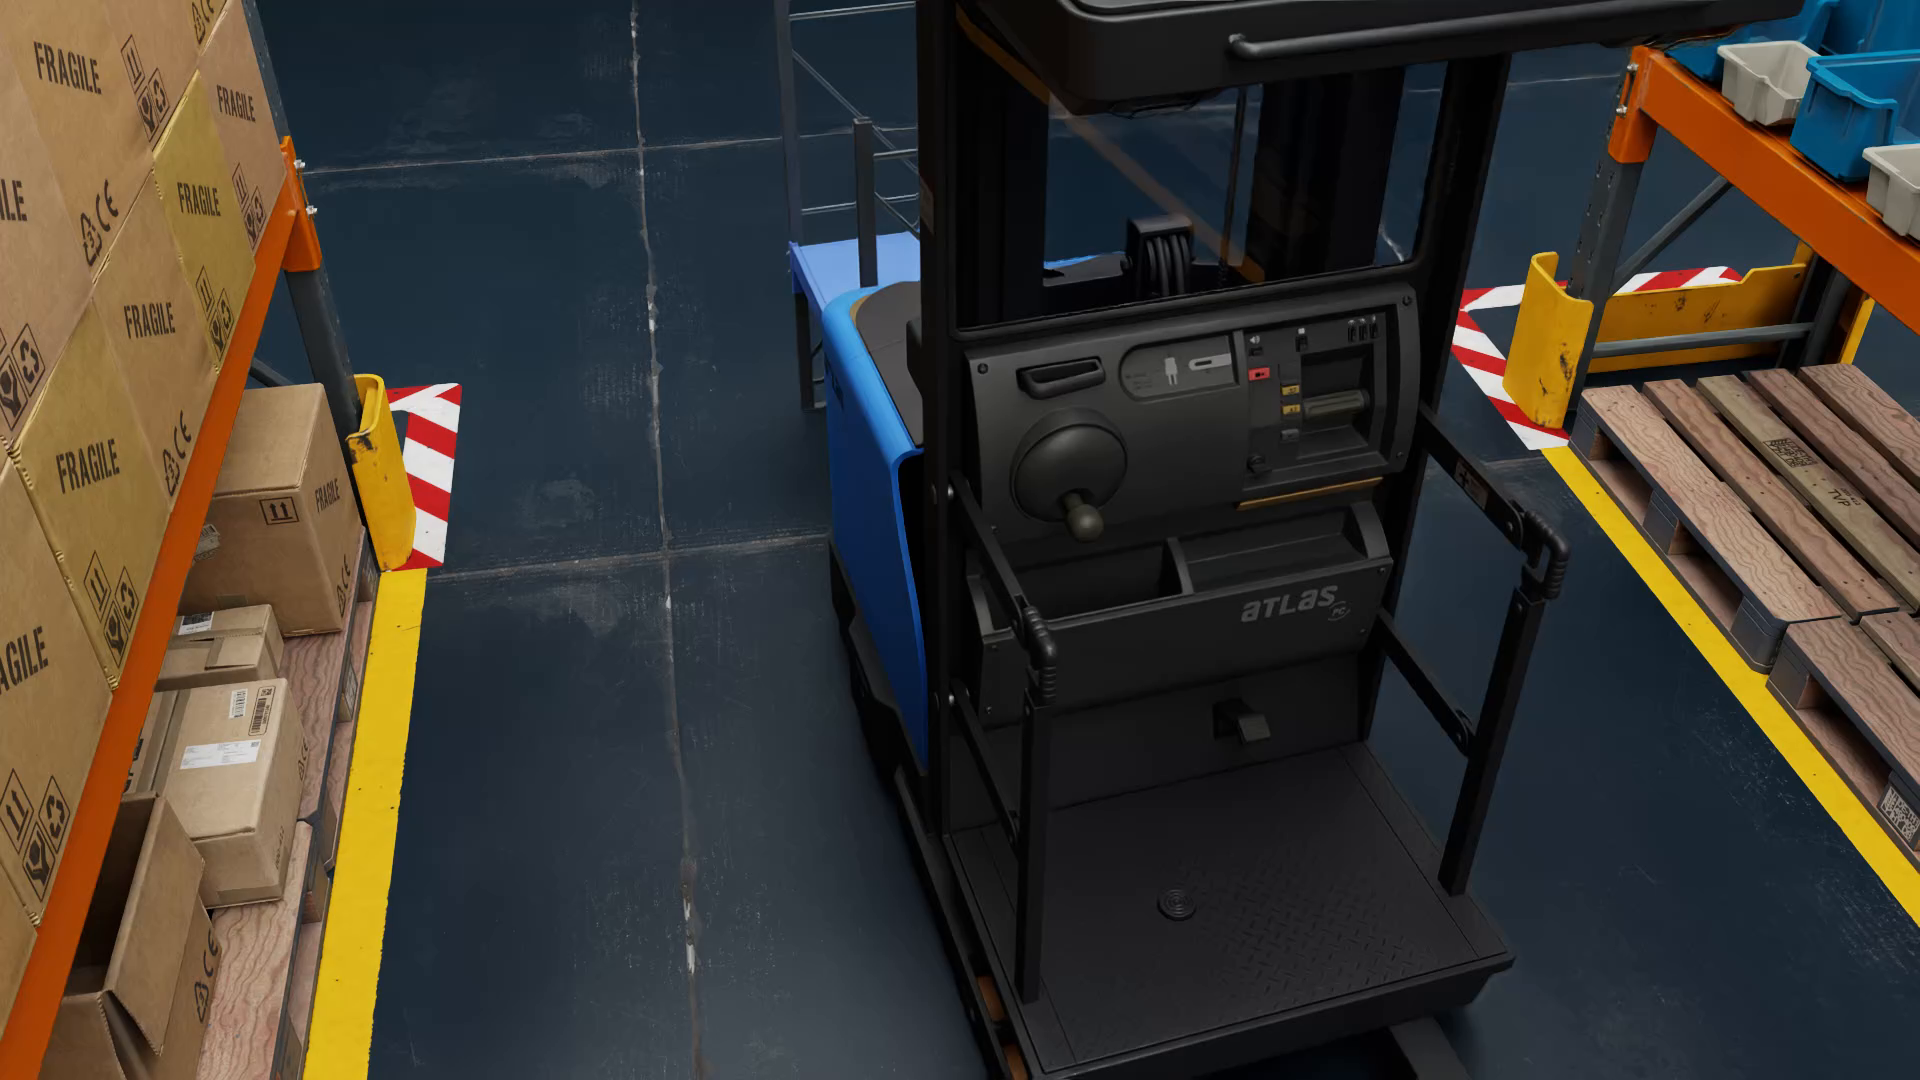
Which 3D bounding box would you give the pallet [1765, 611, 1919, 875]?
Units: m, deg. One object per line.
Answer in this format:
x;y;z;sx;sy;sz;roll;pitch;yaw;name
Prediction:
2.874;0.625;4.274;1.003;0.211;1.213;-6;38;-8;pallet

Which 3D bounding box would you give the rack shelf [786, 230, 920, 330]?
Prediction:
-0.170;-0.654;5.162;0.538;0.185;1.000;-10;39;-13;rack shelf

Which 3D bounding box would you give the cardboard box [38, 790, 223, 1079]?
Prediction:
-1.954;0.910;3.309;0.797;0.503;0.637;-6;38;-8;cardboard box

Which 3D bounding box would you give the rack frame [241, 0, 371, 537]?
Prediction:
-2.321;-1.184;4.328;1.000;3.000;0.127;-6;38;-8;rack frame

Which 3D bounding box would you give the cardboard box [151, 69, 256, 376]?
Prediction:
-1.880;-0.669;3.584;0.500;0.500;0.500;-6;38;-8;cardboard box

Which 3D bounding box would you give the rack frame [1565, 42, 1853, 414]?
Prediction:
2.557;-1.714;5.011;1.000;3.000;0.127;-6;38;-8;rack frame

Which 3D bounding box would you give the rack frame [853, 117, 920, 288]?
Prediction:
-0.024;-0.497;4.668;0.500;1.500;0.032;-10;39;-13;rack frame

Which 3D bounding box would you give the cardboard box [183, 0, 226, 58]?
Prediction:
-1.972;-1.379;3.683;0.500;0.500;0.500;-7;38;-8;cardboard box

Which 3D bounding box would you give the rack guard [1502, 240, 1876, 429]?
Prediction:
2.540;-0.740;5.795;1.175;0.500;0.348;-6;38;-8;rack guard

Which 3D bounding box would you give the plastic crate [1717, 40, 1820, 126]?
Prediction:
2.251;-1.246;4.575;0.250;0.136;0.298;-6;38;-8;plastic crate

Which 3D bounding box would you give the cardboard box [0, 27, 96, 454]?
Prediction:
-1.697;-0.451;2.489;0.500;0.500;0.500;-5;38;-7;cardboard box

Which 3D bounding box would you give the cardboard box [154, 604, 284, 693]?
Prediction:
-2.000;0.318;4.347;0.380;0.166;0.250;-6;38;-8;cardboard box

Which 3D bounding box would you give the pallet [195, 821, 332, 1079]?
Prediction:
-1.956;1.180;3.559;1.003;0.211;1.213;-6;38;-8;pallet

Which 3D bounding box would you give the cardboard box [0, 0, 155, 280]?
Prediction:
-1.787;-0.761;2.888;0.500;0.500;0.500;-5;38;-7;cardboard box

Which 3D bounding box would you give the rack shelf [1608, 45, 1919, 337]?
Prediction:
2.907;-0.222;3.677;1.077;0.370;4.000;-6;38;-8;rack shelf

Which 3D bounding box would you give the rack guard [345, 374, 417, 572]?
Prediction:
-2.307;-0.150;5.036;1.175;0.500;0.348;-6;38;-8;rack guard

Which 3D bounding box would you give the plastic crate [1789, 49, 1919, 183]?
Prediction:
2.391;-1.089;4.295;0.416;0.233;0.300;-6;38;-8;plastic crate

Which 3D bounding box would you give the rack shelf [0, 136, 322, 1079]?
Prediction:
-1.970;0.309;2.994;1.077;0.370;4.000;-6;38;-8;rack shelf

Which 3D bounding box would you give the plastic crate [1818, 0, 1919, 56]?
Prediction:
2.799;-1.570;4.748;0.616;0.435;0.499;-6;38;-8;plastic crate

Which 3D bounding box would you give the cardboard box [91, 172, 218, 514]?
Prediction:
-1.798;-0.367;3.196;0.500;0.500;0.500;-6;38;-8;cardboard box

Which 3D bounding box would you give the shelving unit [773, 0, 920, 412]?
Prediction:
-0.170;-0.796;5.052;0.538;1.500;1.048;-10;39;-13;shelving unit

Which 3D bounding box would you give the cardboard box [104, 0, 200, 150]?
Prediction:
-1.882;-1.074;3.290;0.500;0.500;0.500;-5;38;-7;cardboard box

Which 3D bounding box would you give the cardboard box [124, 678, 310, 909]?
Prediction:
-1.846;0.608;3.906;0.500;0.250;0.500;-6;38;-8;cardboard box

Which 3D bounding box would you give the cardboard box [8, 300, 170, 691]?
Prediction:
-1.709;-0.062;2.804;0.500;0.500;0.500;-7;38;-9;cardboard box

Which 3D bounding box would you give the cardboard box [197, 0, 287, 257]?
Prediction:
-1.974;-0.982;3.987;0.500;0.500;0.500;-5;38;-7;cardboard box

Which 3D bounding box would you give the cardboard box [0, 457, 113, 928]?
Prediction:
-1.619;0.245;2.409;0.500;0.500;0.500;-6;38;-8;cardboard box

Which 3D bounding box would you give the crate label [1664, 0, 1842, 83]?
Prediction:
2.276;-1.487;4.807;0.416;0.233;0.303;-6;38;-8;crate label

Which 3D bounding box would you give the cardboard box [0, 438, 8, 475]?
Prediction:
-1.605;-0.139;2.087;0.500;0.500;0.500;-7;38;-9;cardboard box

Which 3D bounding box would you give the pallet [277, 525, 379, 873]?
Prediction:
-2.166;0.445;4.505;1.003;0.211;1.213;-6;38;-8;pallet

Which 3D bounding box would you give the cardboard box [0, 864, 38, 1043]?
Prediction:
-1.533;0.547;2.020;0.500;0.500;0.500;-6;38;-7;cardboard box

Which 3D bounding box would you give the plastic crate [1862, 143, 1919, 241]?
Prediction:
2.370;-0.837;4.048;0.250;0.136;0.298;-6;38;-8;plastic crate

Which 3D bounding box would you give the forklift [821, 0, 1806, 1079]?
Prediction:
0.534;-0.175;3.087;1.130;2.935;3.031;-10;39;-13;forklift

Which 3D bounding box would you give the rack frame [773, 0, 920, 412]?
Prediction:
-0.316;-1.095;5.437;0.500;1.500;0.032;-10;39;-13;rack frame

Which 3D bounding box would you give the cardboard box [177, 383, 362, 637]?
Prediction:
-1.983;-0.068;4.572;0.500;0.500;0.500;-6;38;-8;cardboard box

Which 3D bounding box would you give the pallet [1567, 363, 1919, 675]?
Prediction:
2.663;-0.111;5.220;1.003;0.211;1.213;-6;38;-8;pallet
